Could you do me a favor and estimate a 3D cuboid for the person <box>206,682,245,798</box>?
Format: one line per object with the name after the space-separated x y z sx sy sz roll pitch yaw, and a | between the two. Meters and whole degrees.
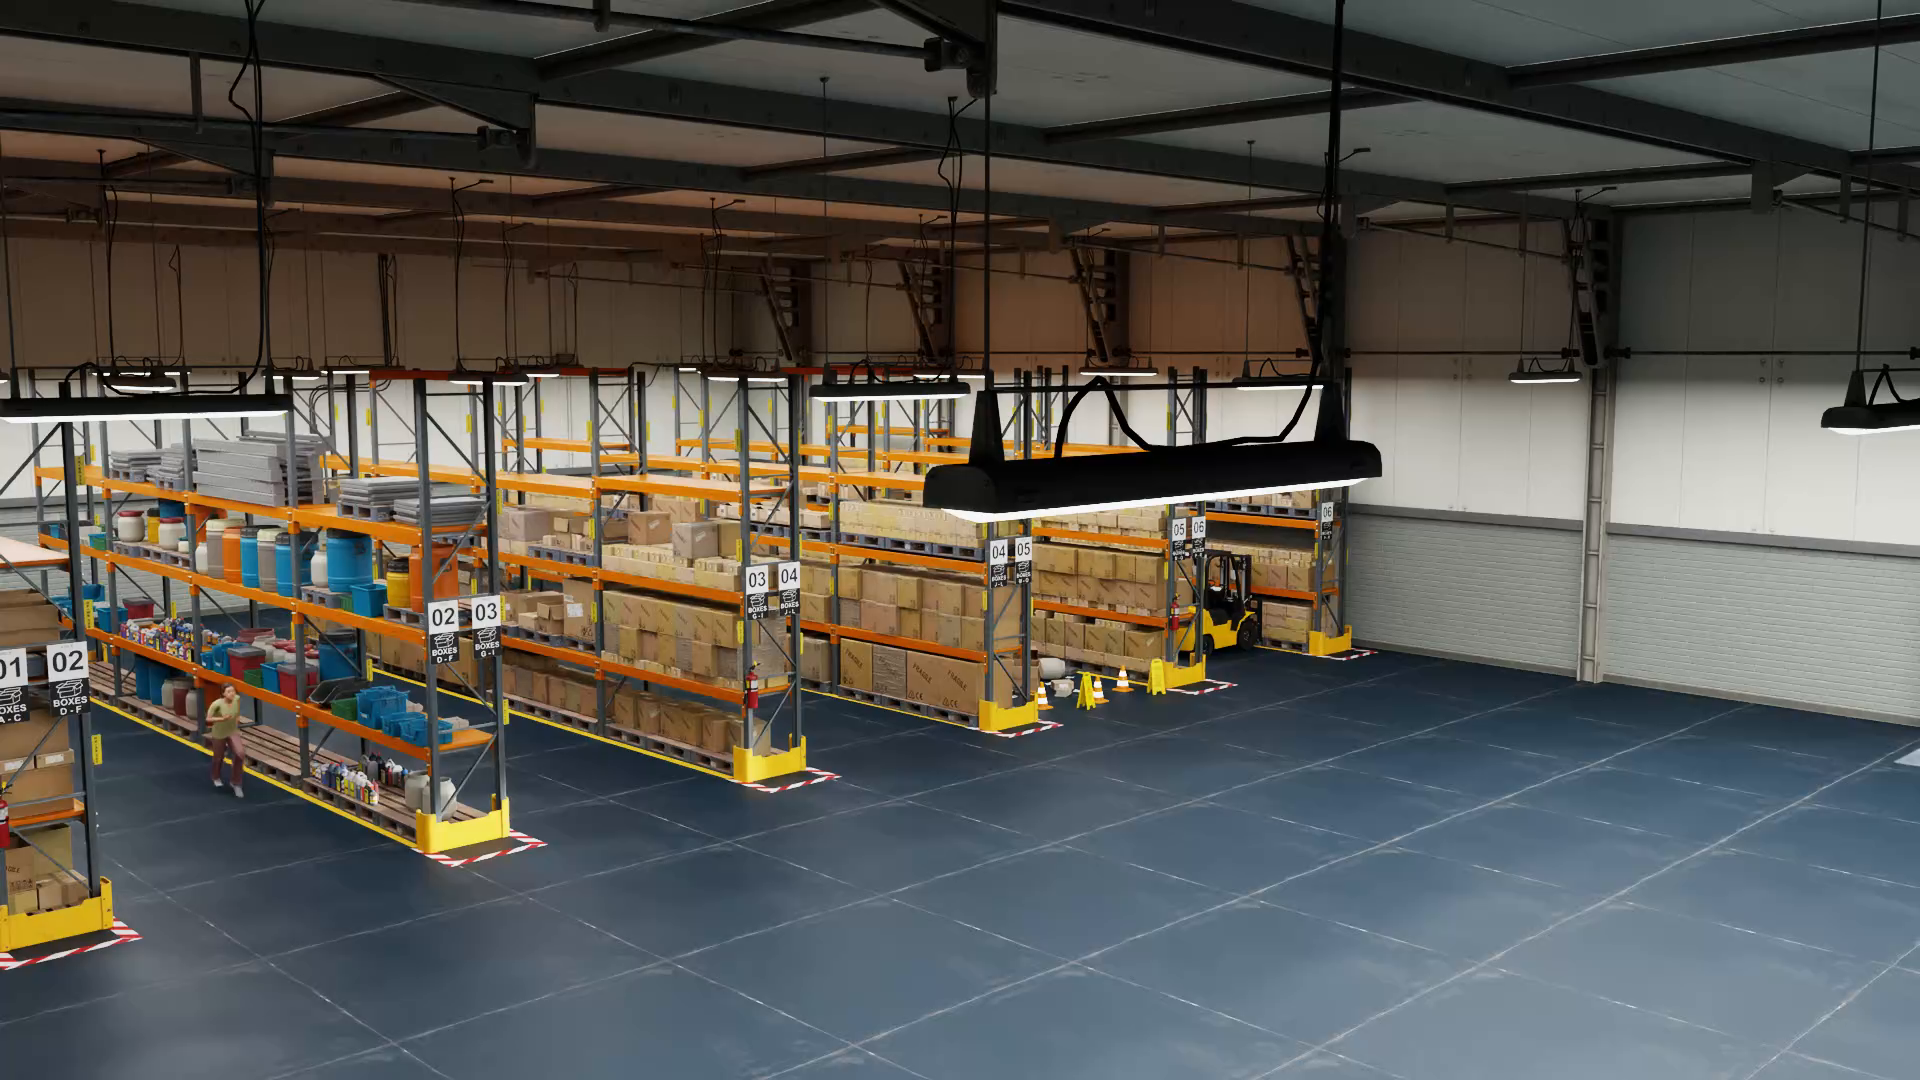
-10.580 2.835 23.868 0.574 1.665 0.911 -6 9 -44 | person

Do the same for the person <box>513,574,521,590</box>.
-10.696 0.868 40.989 0.621 1.687 0.730 -2 7 -20 | person
